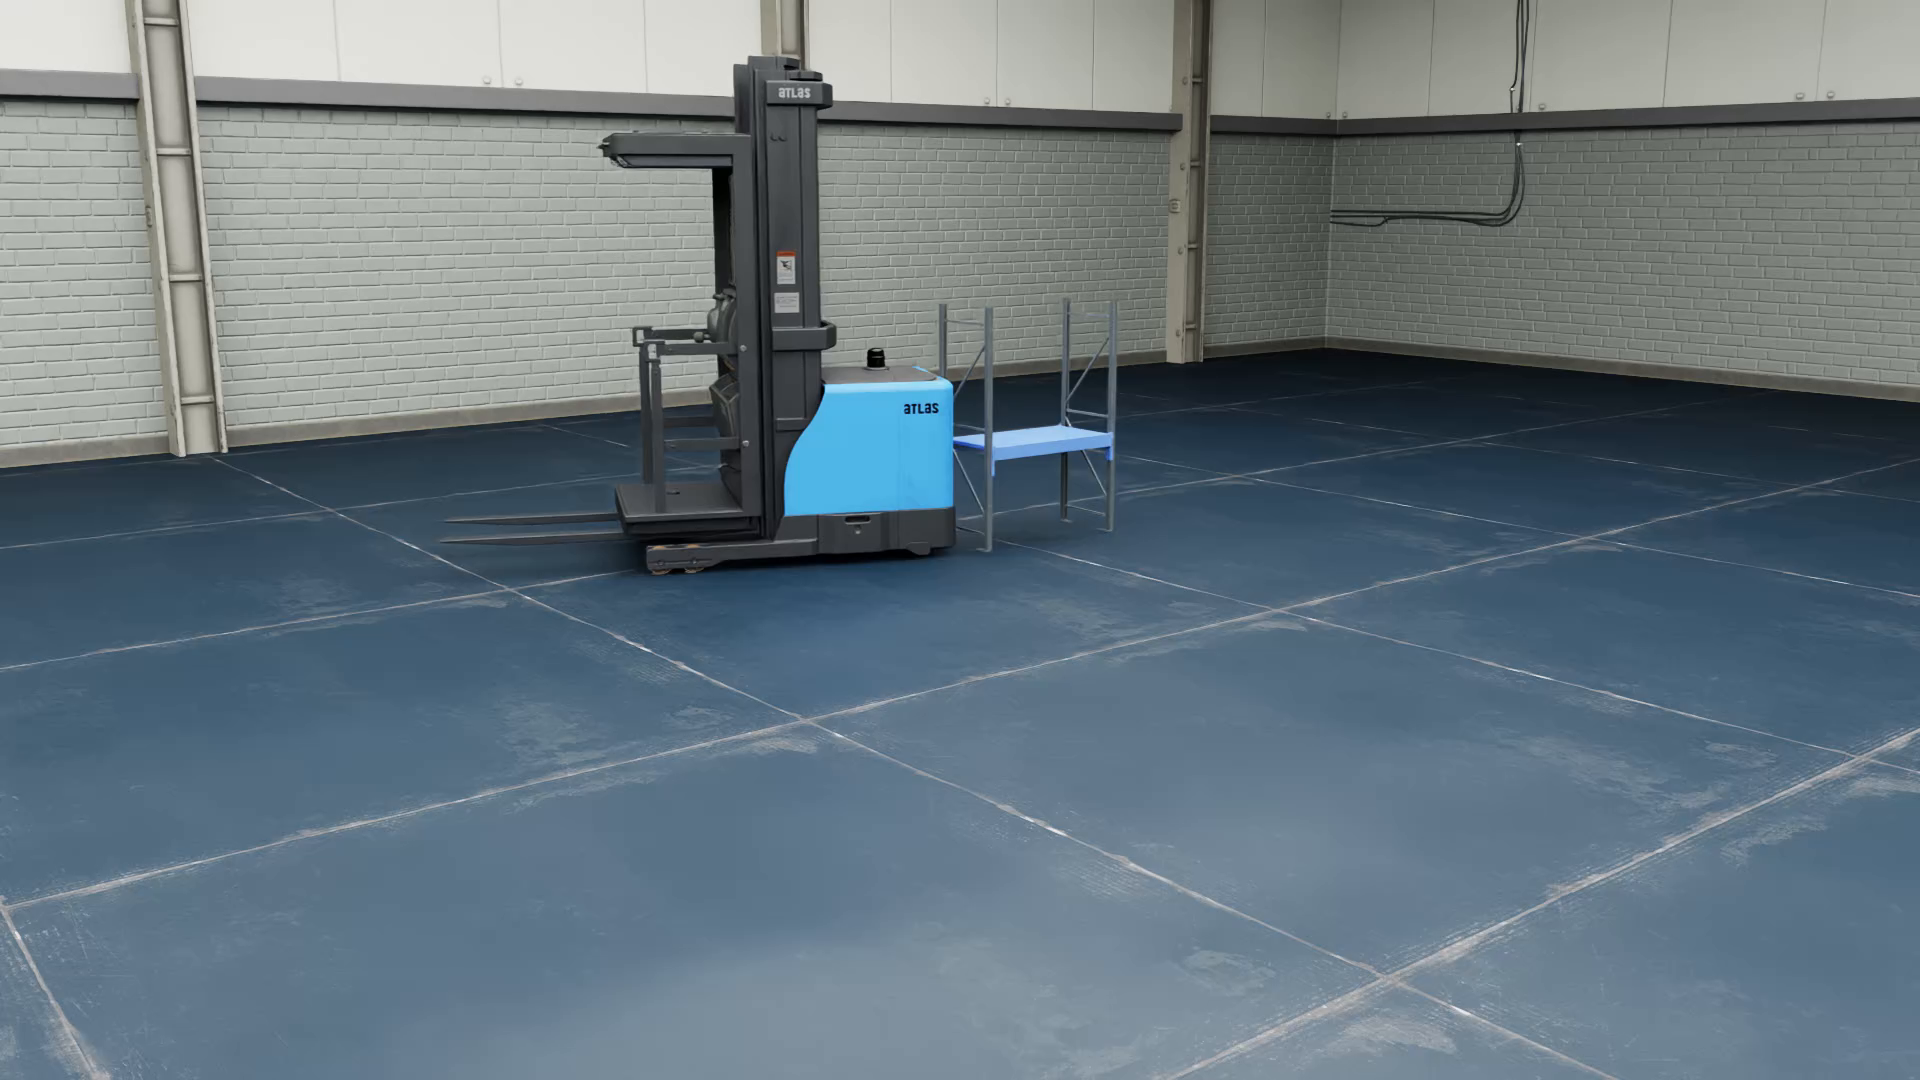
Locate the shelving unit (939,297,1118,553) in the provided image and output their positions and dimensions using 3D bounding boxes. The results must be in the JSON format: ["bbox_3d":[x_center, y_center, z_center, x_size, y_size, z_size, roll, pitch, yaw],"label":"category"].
[{"bbox_3d":[0.437,-0.762,10.607,1.048,1.500,0.538,-9,15,-37],"label":"shelving unit"}]

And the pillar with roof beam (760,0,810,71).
[{"bbox_3d":[0.898,-5.230,13.595,0.400,9.000,9.100,-9,15,-38],"label":"pillar with roof beam"}]

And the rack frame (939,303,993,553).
[{"bbox_3d":[0.034,-0.698,10.304,0.032,1.500,0.500,-9,15,-37],"label":"rack frame"}]

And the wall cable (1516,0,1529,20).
[{"bbox_3d":[7.710,-7.388,19.072,0.112,2.526,3.097,-9,15,-38],"label":"wall cable"}]

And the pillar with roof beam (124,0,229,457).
[{"bbox_3d":[-3.787,-4.452,9.929,0.400,9.000,9.100,-9,15,-38],"label":"pillar with roof beam"}]

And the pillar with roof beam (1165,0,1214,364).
[{"bbox_3d":[5.583,-6.009,17.262,0.400,9.000,9.100,-9,15,-38],"label":"pillar with roof beam"}]

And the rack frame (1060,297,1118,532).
[{"bbox_3d":[0.840,-0.827,10.910,0.032,1.500,0.500,-9,15,-37],"label":"rack frame"}]

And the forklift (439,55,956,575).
[{"bbox_3d":[-1.600,-1.353,9.942,3.031,2.935,1.130,-3,12,-14],"label":"forklift"}]

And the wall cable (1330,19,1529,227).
[{"bbox_3d":[6.020,-5.356,21.663,0.112,2.526,3.097,-9,15,-38],"label":"wall cable"}]

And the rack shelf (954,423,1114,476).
[{"bbox_3d":[0.437,-0.586,10.645,1.000,0.185,0.538,-9,15,-37],"label":"rack shelf"}]
